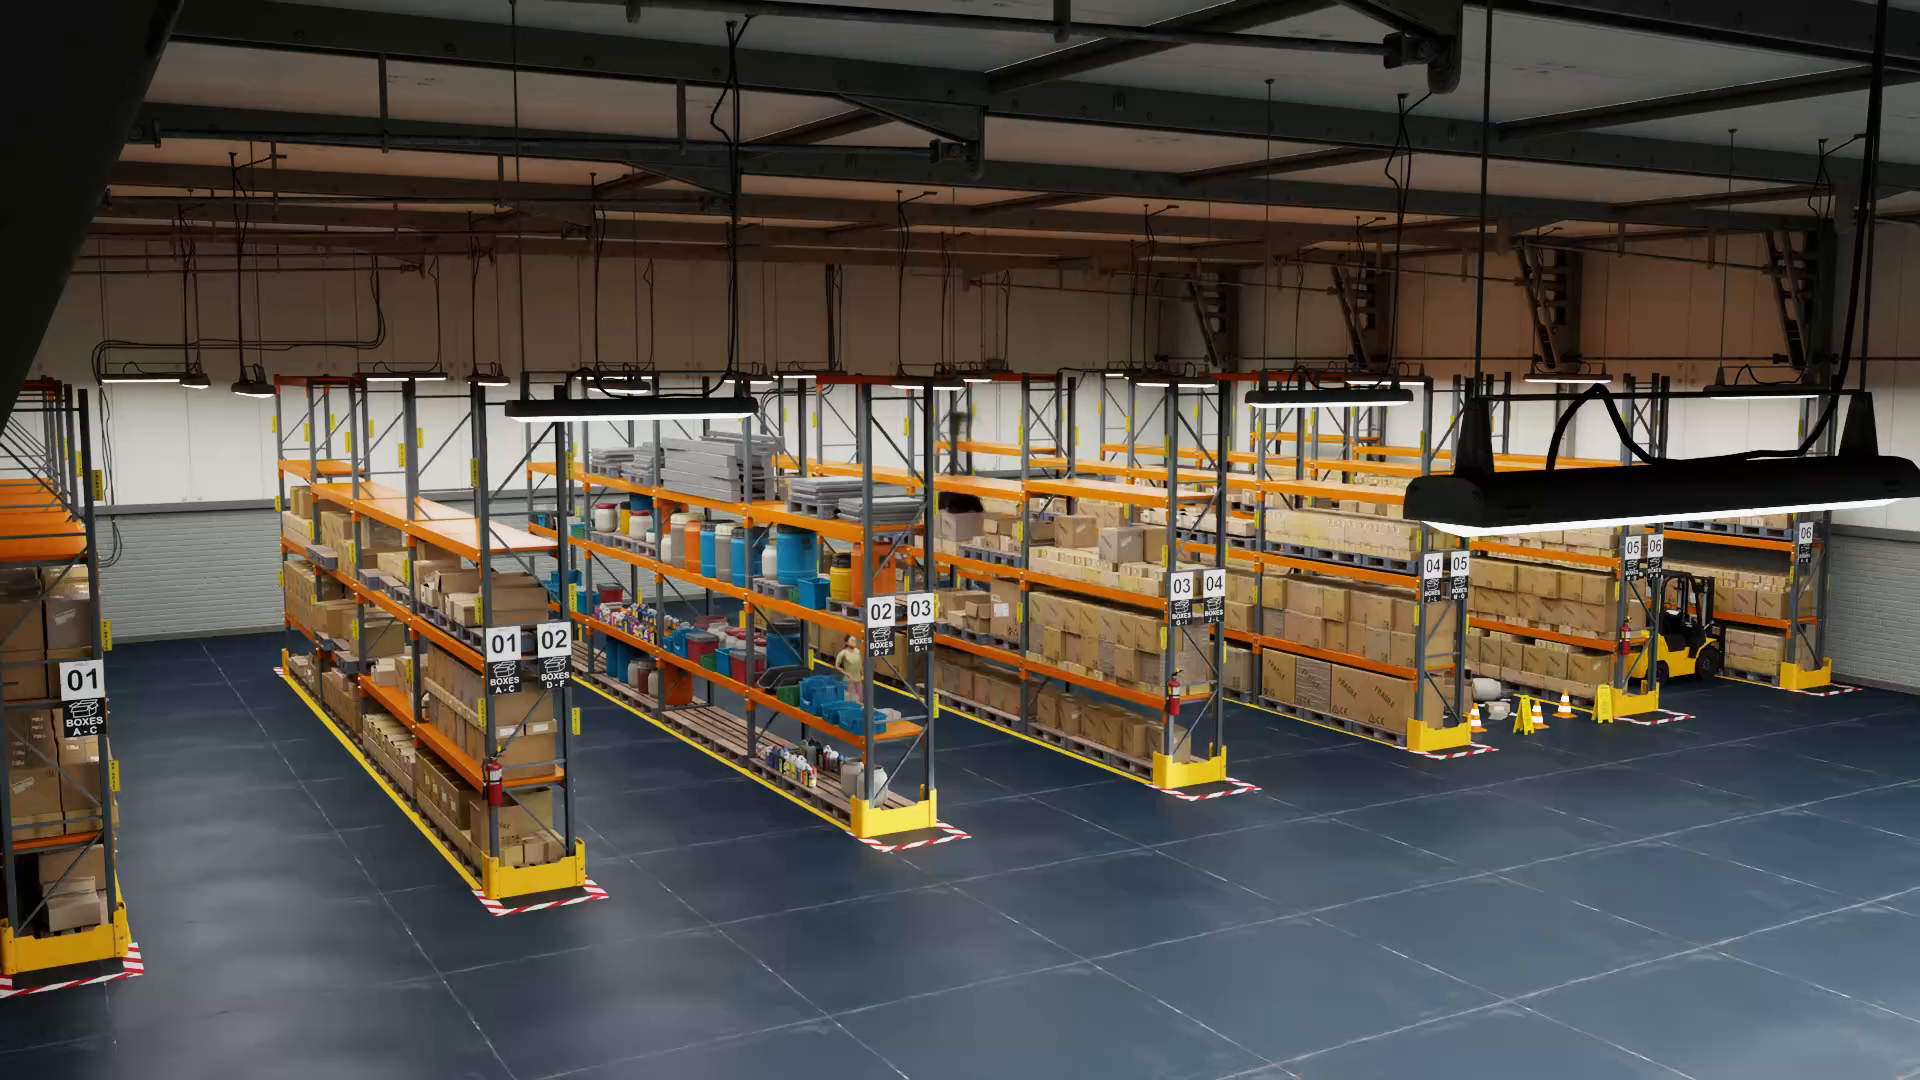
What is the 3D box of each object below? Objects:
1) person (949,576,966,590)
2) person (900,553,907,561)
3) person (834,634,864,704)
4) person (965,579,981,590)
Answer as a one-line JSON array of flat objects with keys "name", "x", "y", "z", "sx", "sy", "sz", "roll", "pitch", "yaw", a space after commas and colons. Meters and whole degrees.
[{"name": "person", "x": 0.010, "y": 0.887, "z": 42.015, "sx": 0.578, "sy": 1.805, "sz": 0.726, "roll": 0, "pitch": 6, "yaw": -2}, {"name": "person", "x": -1.400, "y": 1.138, "z": 40.072, "sx": 0.610, "sy": 1.743, "sz": 0.749, "roll": -2, "pitch": 7, "yaw": -17}, {"name": "person", "x": -1.879, "y": 2.414, "z": 28.522, "sx": 0.581, "sy": 1.630, "sz": 0.566, "roll": -5, "pitch": 8, "yaw": -36}, {"name": "person", "x": 0.244, "y": 0.743, "z": 43.166, "sx": 0.685, "sy": 1.741, "sz": 0.596, "roll": 5, "pitch": 8, "yaw": 39}]
